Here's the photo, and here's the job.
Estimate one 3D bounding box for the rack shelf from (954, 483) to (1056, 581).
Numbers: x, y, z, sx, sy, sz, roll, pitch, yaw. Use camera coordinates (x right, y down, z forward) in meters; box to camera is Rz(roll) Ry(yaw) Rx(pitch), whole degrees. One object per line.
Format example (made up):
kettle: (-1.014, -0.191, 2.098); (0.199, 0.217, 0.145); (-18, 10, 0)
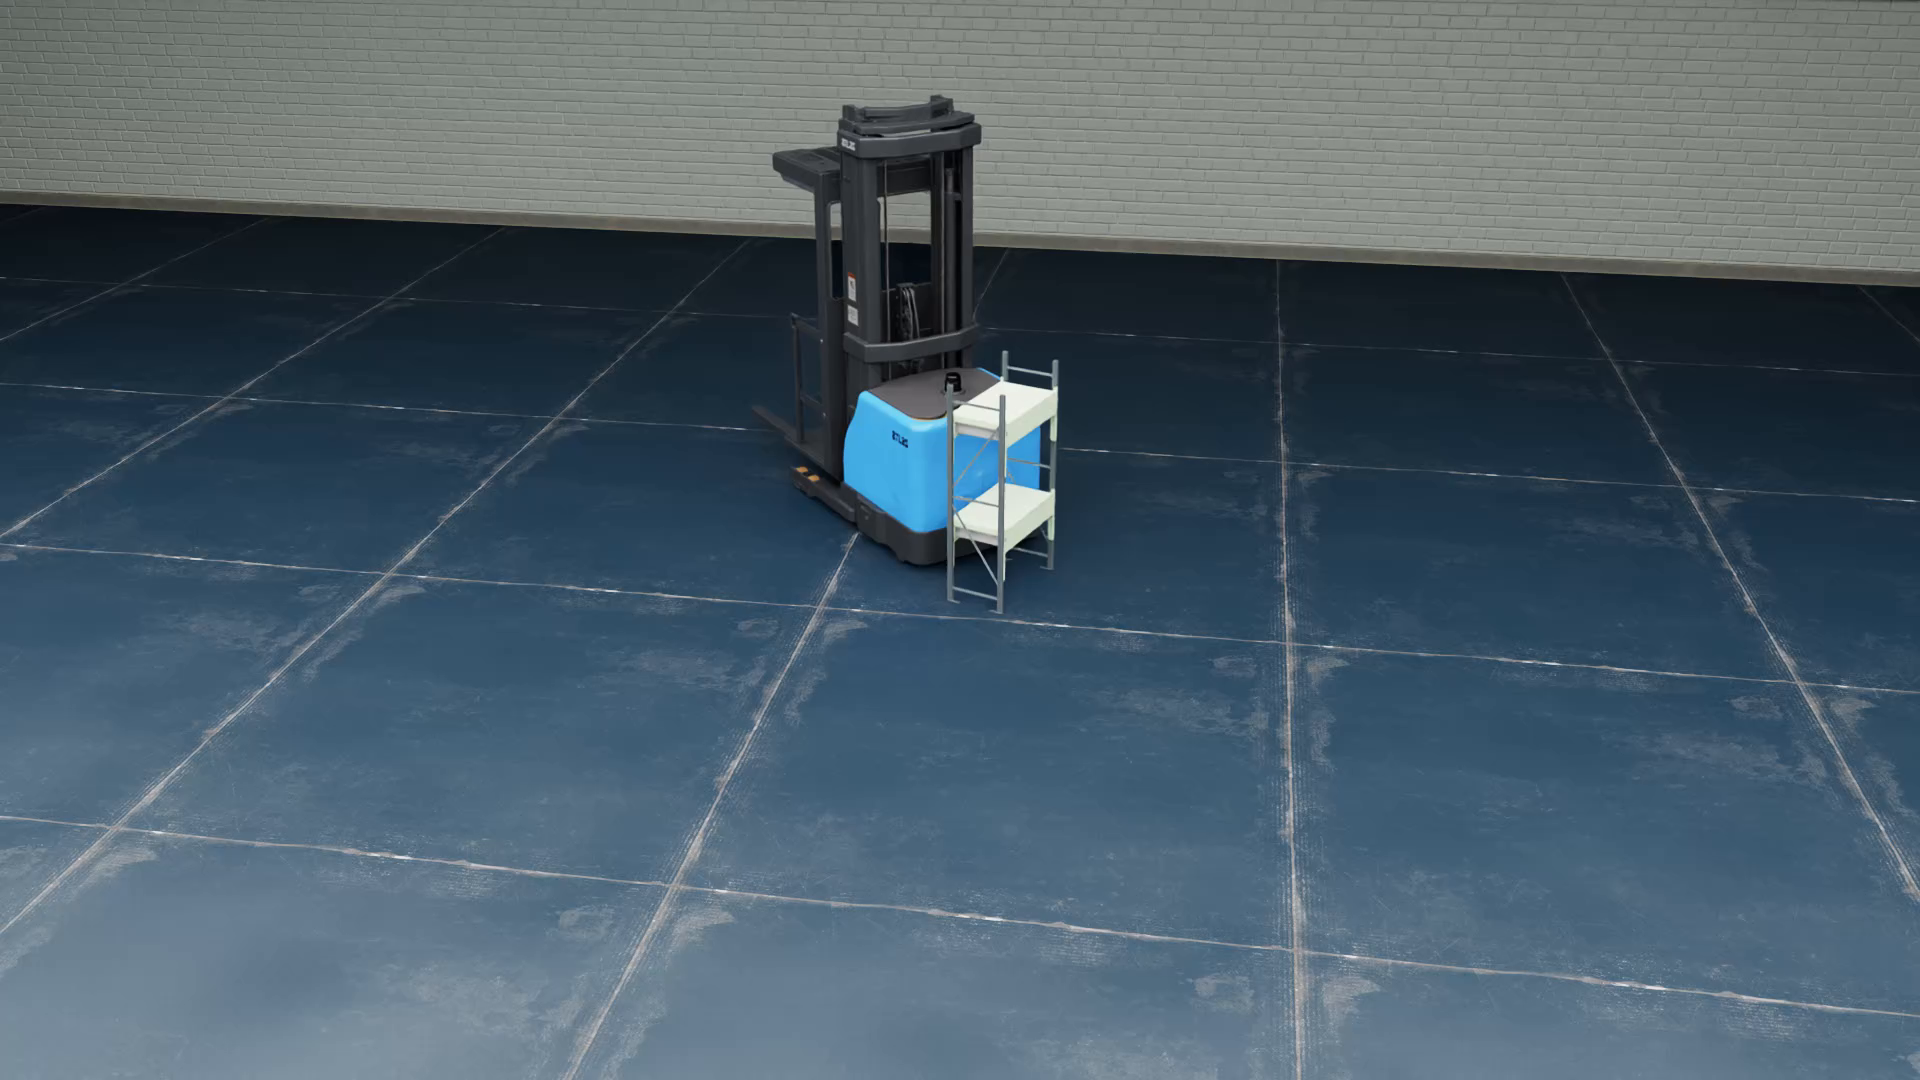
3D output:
rack shelf: (0.277, -0.080, 10.921); (0.431, 0.370, 0.720); (13, 28, 26)

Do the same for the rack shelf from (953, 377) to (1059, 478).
rack shelf: (0.277, -0.729, 10.617); (0.431, 0.370, 0.720); (13, 28, 26)

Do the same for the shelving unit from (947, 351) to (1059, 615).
shelving unit: (0.277, -0.375, 10.782); (0.431, 1.500, 0.755); (13, 28, 26)

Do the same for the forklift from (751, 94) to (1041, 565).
forklift: (-0.630, -1.738, 12.006); (1.130, 2.935, 3.031); (-15, 29, -28)

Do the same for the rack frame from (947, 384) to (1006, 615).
rack frame: (0.099, -0.240, 10.493); (0.400, 1.500, 0.023); (13, 28, 26)

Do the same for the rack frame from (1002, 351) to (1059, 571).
rack frame: (0.455, -0.511, 11.072); (0.400, 1.500, 0.023); (13, 28, 26)
